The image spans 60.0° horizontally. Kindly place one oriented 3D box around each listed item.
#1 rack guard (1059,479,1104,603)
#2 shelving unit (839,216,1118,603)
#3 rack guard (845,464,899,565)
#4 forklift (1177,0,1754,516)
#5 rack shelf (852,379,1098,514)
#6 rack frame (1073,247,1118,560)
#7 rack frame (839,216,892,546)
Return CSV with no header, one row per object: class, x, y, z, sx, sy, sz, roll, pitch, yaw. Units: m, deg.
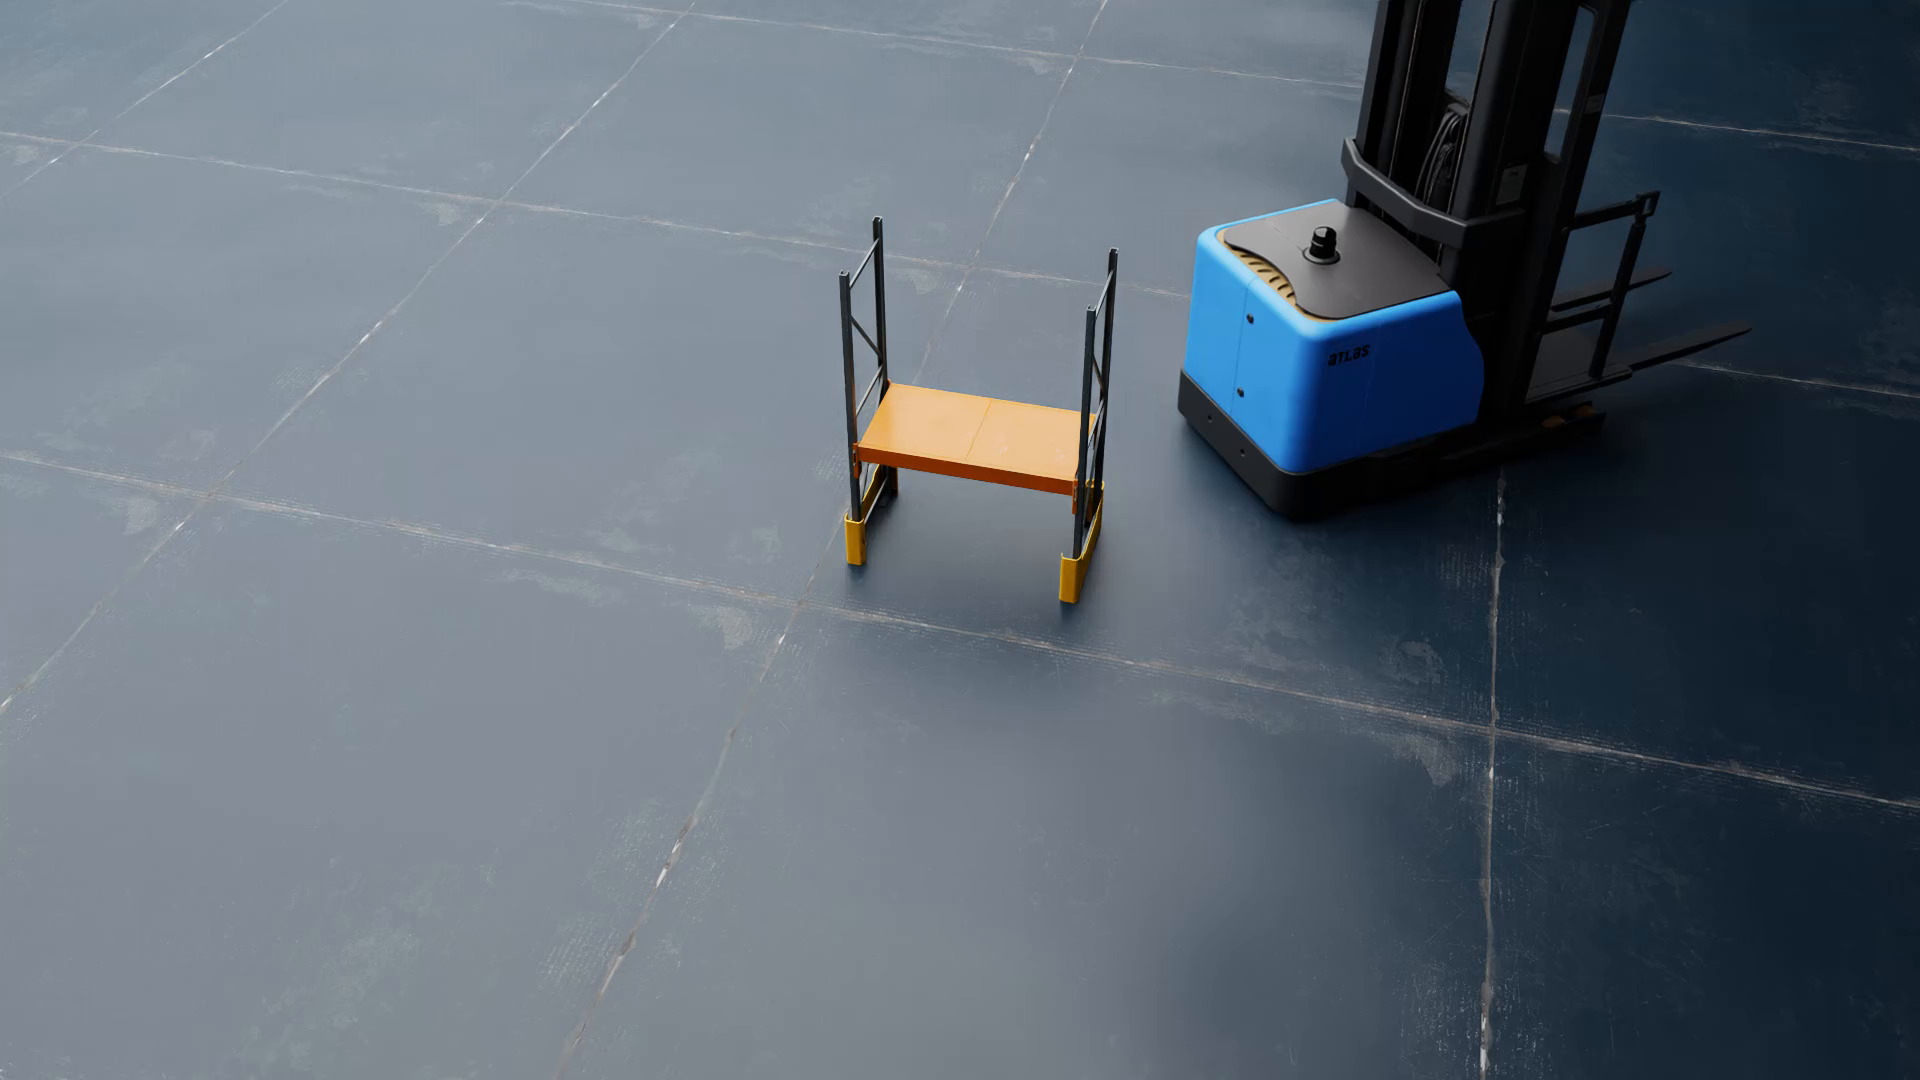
rack guard,0.555,0.000,7.556,0.087,0.250,0.587,10,41,11
shelving unit,0.074,-0.562,7.253,1.083,1.500,0.587,10,41,11
rack guard,-0.407,-0.166,7.753,0.087,0.250,0.587,10,41,11
forklift,2.664,-1.869,7.696,3.031,2.935,1.130,-16,43,-18
rack shelf,0.082,-0.422,7.366,1.000,0.185,0.538,10,41,11
rack frame,0.573,-0.476,7.150,0.032,1.500,0.500,10,41,11
rack frame,-0.409,-0.645,7.351,0.032,1.500,0.500,10,41,11
